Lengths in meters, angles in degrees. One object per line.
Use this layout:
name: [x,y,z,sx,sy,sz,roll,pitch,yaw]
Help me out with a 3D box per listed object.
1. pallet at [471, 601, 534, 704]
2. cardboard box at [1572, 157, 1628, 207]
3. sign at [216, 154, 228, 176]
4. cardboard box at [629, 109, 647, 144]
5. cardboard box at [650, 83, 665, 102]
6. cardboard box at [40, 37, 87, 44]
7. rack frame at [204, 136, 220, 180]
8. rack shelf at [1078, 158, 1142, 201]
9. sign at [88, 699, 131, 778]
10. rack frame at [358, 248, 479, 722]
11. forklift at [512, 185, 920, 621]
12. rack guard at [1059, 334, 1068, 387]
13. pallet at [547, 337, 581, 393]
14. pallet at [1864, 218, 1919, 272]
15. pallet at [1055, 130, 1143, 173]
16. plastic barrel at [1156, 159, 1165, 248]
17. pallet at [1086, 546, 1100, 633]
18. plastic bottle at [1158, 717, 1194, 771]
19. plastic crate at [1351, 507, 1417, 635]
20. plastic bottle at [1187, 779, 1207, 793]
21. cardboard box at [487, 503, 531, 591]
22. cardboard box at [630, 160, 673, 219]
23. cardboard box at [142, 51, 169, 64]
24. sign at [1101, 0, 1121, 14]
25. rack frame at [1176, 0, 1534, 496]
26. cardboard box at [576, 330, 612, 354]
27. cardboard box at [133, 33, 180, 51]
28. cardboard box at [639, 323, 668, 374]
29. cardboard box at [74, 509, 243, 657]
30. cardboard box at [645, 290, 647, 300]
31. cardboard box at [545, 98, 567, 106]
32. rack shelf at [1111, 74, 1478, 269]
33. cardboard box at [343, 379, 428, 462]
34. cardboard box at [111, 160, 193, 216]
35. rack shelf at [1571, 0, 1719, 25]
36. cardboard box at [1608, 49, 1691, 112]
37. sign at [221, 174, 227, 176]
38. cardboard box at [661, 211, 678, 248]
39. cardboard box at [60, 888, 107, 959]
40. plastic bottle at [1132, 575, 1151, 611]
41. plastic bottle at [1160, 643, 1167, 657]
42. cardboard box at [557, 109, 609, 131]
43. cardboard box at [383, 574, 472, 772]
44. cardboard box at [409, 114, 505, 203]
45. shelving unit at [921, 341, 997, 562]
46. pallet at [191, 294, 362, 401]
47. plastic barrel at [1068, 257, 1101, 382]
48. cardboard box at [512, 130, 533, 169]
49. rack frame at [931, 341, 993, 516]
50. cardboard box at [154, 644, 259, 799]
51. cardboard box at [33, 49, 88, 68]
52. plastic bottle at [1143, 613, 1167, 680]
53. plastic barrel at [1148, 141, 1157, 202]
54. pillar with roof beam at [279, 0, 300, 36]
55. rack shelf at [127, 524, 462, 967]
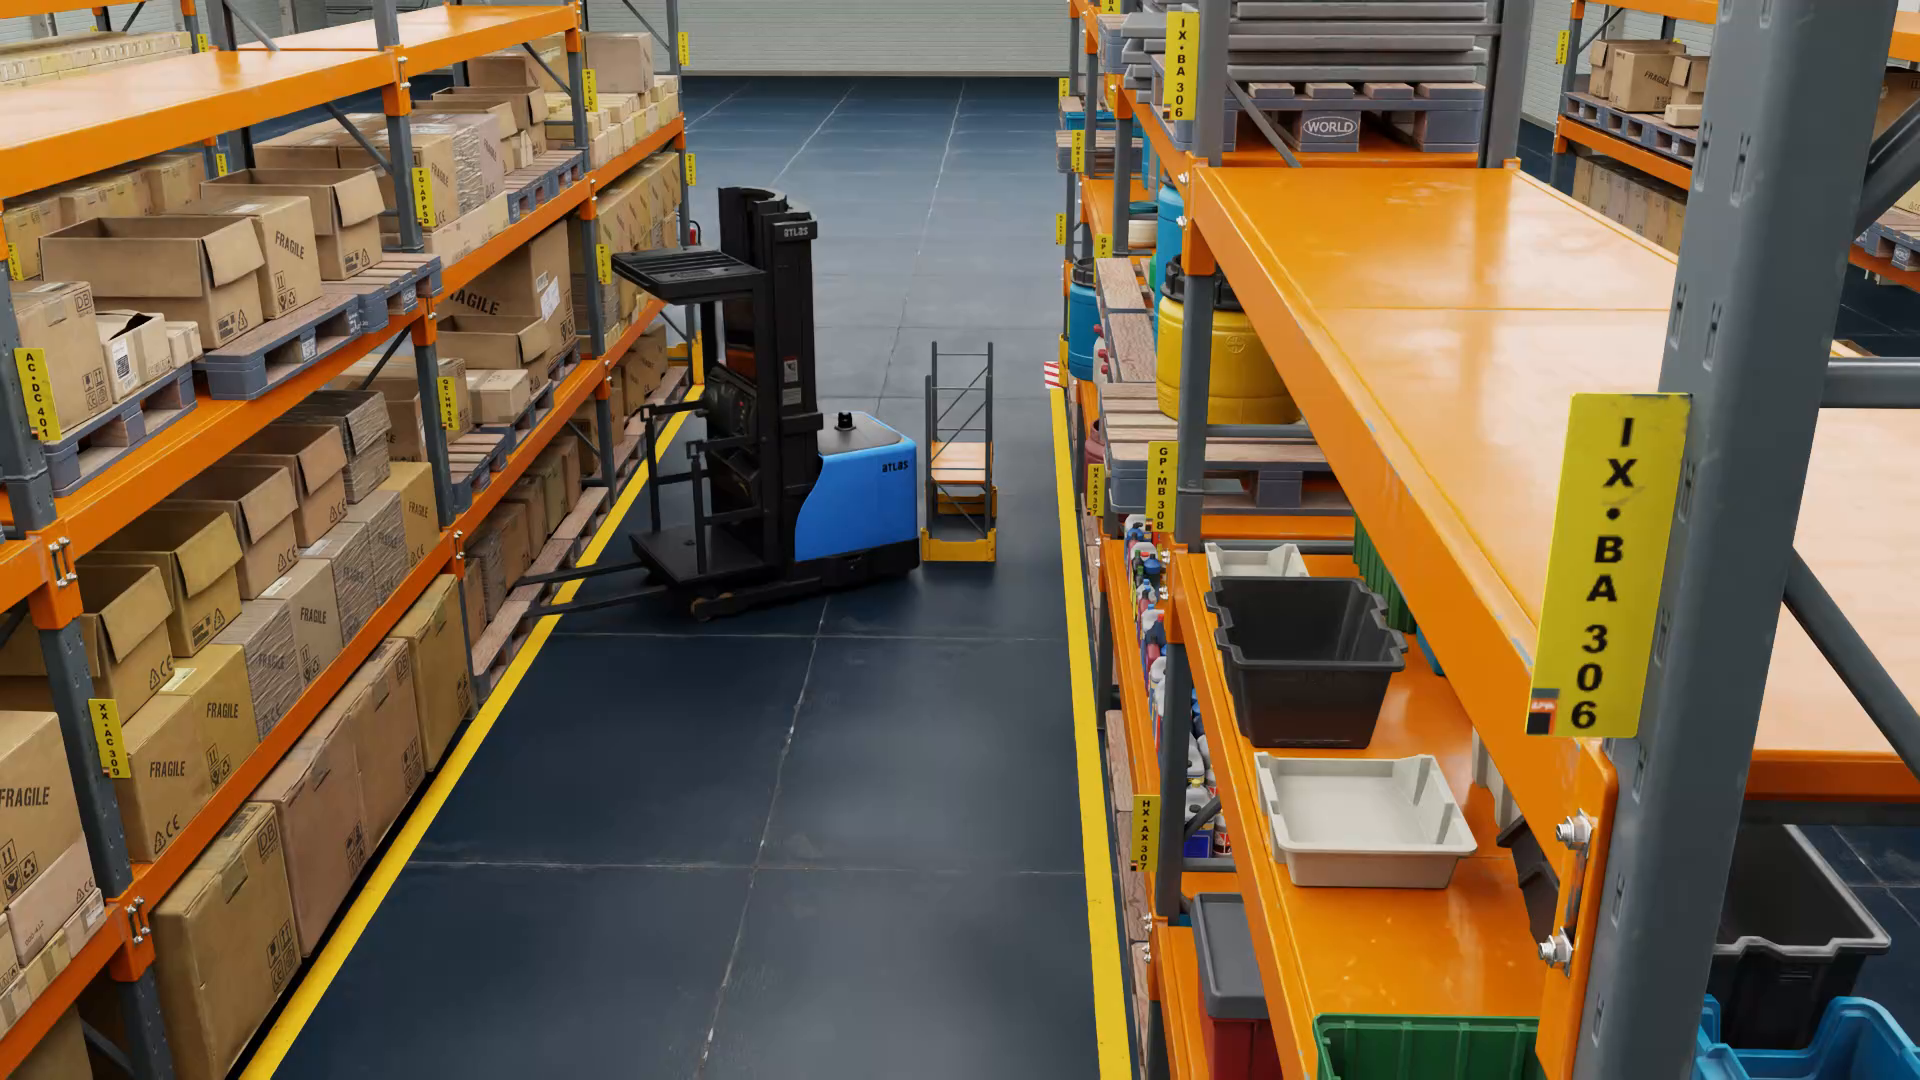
pallet: [-3.564,0.745,11.318,1.003,0.211,1.213,1,21,2]
cardboard box: [6.527,-3.519,16.519,0.700,0.500,0.500,1,21,2]
sign: [-7.759,-3.896,17.494,0.100,0.325,0.005,1,21,2]
cardboard box: [-3.153,-3.769,15.156,0.500,0.250,0.500,0,21,1]
cardboard box: [-3.050,-4.292,15.953,0.380,0.149,0.250,1,21,2]
cardboard box: [-8.654,-4.760,16.030,0.380,0.149,0.250,1,21,2]
rack frame: [-8.301,-3.256,17.775,1.000,3.000,0.127,1,21,2]
rack shelf: [1.544,-3.451,15.123,1.077,0.370,4.000,1,21,2]
sign: [-3.156,0.739,6.172,0.100,0.325,0.005,1,21,2]
rack frame: [-3.590,-0.273,10.085,1.000,3.000,0.127,1,21,2]
forklift: [-1.852,-0.997,12.048,3.031,2.935,1.130,-11,24,-27]
rack guard: [1.649,-1.917,17.779,1.175,0.500,0.348,1,21,2]
pallet: [-3.637,-1.355,13.139,1.003,0.211,1.213,1,21,2]
pallet: [6.243,-1.719,9.927,1.213,0.211,1.003,2,21,4]
pallet: [1.407,-3.237,13.839,1.213,0.211,1.003,1,21,2]
plastic barrel: [1.341,-1.807,8.719,0.600,0.830,0.708,1,21,2]
pallet: [1.463,0.362,12.304,1.003,0.211,1.213,1,21,2]
plastic bottle: [0.946,0.848,7.264,0.144,0.351,0.185,1,21,2]
plastic crate: [1.529,0.085,5.310,0.450,0.188,0.662,1,21,2]
plastic bottle: [0.969,1.085,6.861,0.097,0.201,0.097,0,21,0]
cardboard box: [-3.575,0.039,12.128,0.700,0.500,0.500,2,21,6]
cardboard box: [-3.125,-3.434,16.301,0.500,0.500,0.500,1,21,2]
cardboard box: [-8.052,-4.605,16.181,0.500,0.250,0.500,1,21,2]
sign: [0.811,-2.868,8.927,0.100,0.325,0.005,1,21,2]
rack frame: [1.239,-1.569,5.132,1.000,3.000,0.127,1,21,2]
cardboard box: [-3.161,-1.676,14.050,0.380,0.149,0.250,1,21,2]
cardboard box: [-7.981,-4.936,16.483,0.380,0.149,0.250,1,21,2]
cardboard box: [-3.382,-1.970,17.335,0.500,0.500,0.500,5,22,12]
cardboard box: [-3.668,0.180,7.393,0.797,0.503,0.637,1,21,2]
cardboard box: [-3.166,-2.310,15.682,0.380,0.149,0.250,1,21,2]
cardboard box: [-3.712,-3.831,14.764,0.380,0.149,0.250,2,21,4]
rack shelf: [1.300,-1.770,7.198,1.077,0.370,4.000,1,21,2]
cardboard box: [-3.613,-0.711,10.495,0.500,0.500,0.500,-2,21,-5]
cardboard box: [-8.275,-3.496,16.692,0.875,0.550,0.550,1,21,2]
rack shelf: [6.495,-4.607,14.509,1.077,0.370,4.000,1,21,2]
cardboard box: [6.232,-4.163,15.054,0.500,0.500,0.500,1,21,2]
sign: [-4.132,-1.919,9.466,0.100,0.325,0.005,1,21,2]
cardboard box: [-3.286,-2.970,16.487,0.875,0.500,0.500,1,21,2]
cardboard box: [-3.393,1.405,6.110,0.380,0.149,0.250,1,21,2]
plastic bottle: [0.976,0.284,8.924,0.097,0.201,0.097,0,21,0]
plastic bottle: [1.007,0.605,8.000,0.097,0.271,0.097,0,21,0]
cardboard box: [-3.180,-3.543,14.022,0.380,0.149,0.250,1,21,2]
cardboard box: [-3.631,0.771,9.751,1.225,0.875,0.875,0,21,-1]
cardboard box: [-3.291,-2.483,10.806,0.500,0.500,0.500,0,21,0]
shelving unit: [0.002,-0.727,13.329,0.587,1.500,1.083,1,21,2]
pallet: [-3.587,-0.945,7.933,1.003,0.211,1.213,2,21,4]
plastic barrel: [1.168,-1.762,13.230,0.600,0.901,0.708,1,21,2]
cardboard box: [-3.396,-2.910,12.339,0.396,0.266,0.258,1,21,4]
rack frame: [0.018,-0.914,13.811,0.500,1.500,0.032,1,21,2]
cardboard box: [-3.433,0.782,7.230,0.500,0.500,0.500,1,21,2]
cardboard box: [-8.034,-4.294,14.827,0.380,0.149,0.250,1,21,2]
plastic bottle: [0.974,0.517,8.118,0.144,0.351,0.185,1,21,2]
plastic barrel: [1.664,-2.874,11.949,0.600,0.901,0.600,0,21,0]
pillar with roof beam: [-13.920,-16.682,44.083,9.100,9.000,0.400,1,21,2]
rack shelf: [-3.650,0.786,8.351,1.077,0.370,4.000,1,21,2]
